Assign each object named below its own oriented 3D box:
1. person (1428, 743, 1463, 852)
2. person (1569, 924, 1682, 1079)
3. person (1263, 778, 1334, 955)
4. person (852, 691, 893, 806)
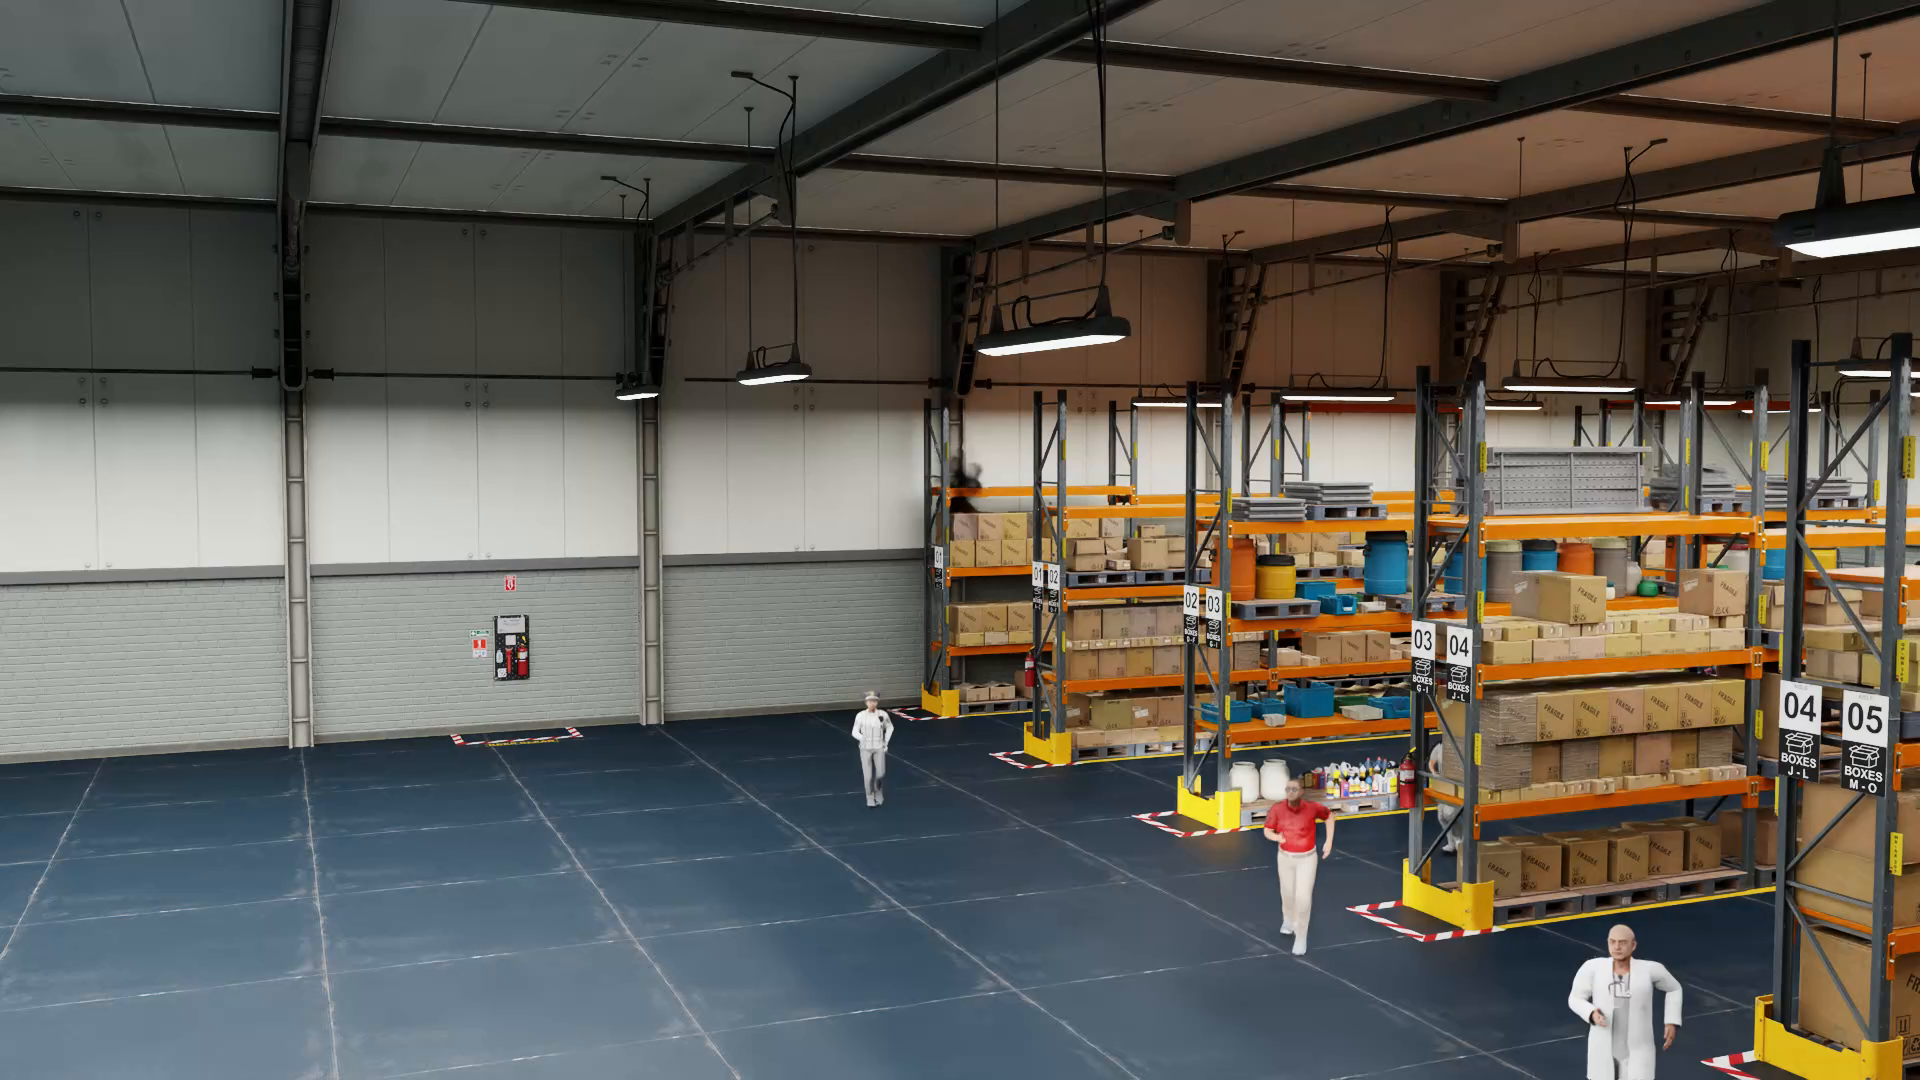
[{"bbox_3d":[6.124,3.106,20.804,0.568,1.641,0.616,-3,5,-44],"label":"person"},{"bbox_3d":[4.627,3.590,11.615,0.726,1.797,1.040,2,4,30],"label":"person"},{"bbox_3d":[3.456,3.313,17.015,0.672,1.779,0.912,1,4,22],"label":"person"},{"bbox_3d":[-1.223,2.950,23.420,0.585,1.654,0.565,0,3,-4],"label":"person"}]
